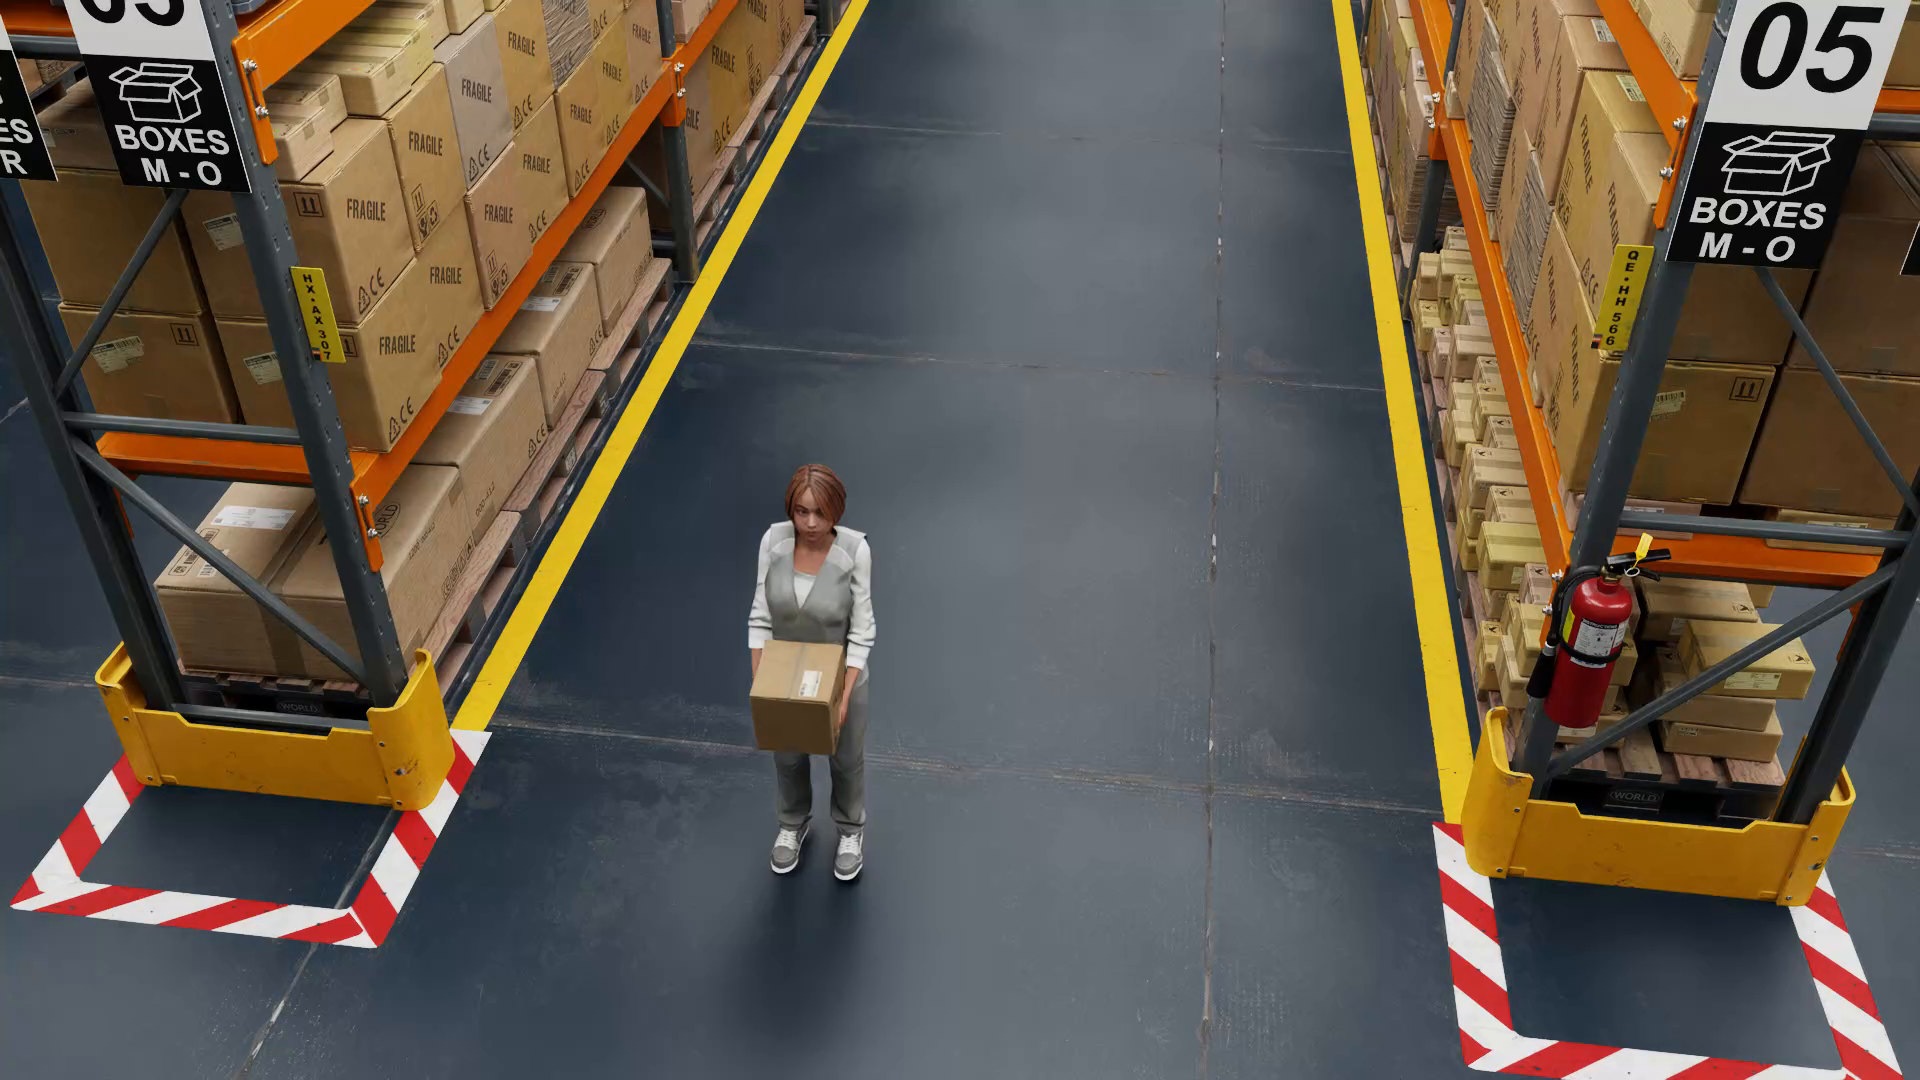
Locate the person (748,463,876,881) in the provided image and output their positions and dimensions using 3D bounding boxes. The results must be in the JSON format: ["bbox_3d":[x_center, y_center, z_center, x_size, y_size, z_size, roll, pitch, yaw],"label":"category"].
[{"bbox_3d":[-0.478,0.499,5.482,0.412,1.598,0.480,4,37,6],"label":"person"}]
